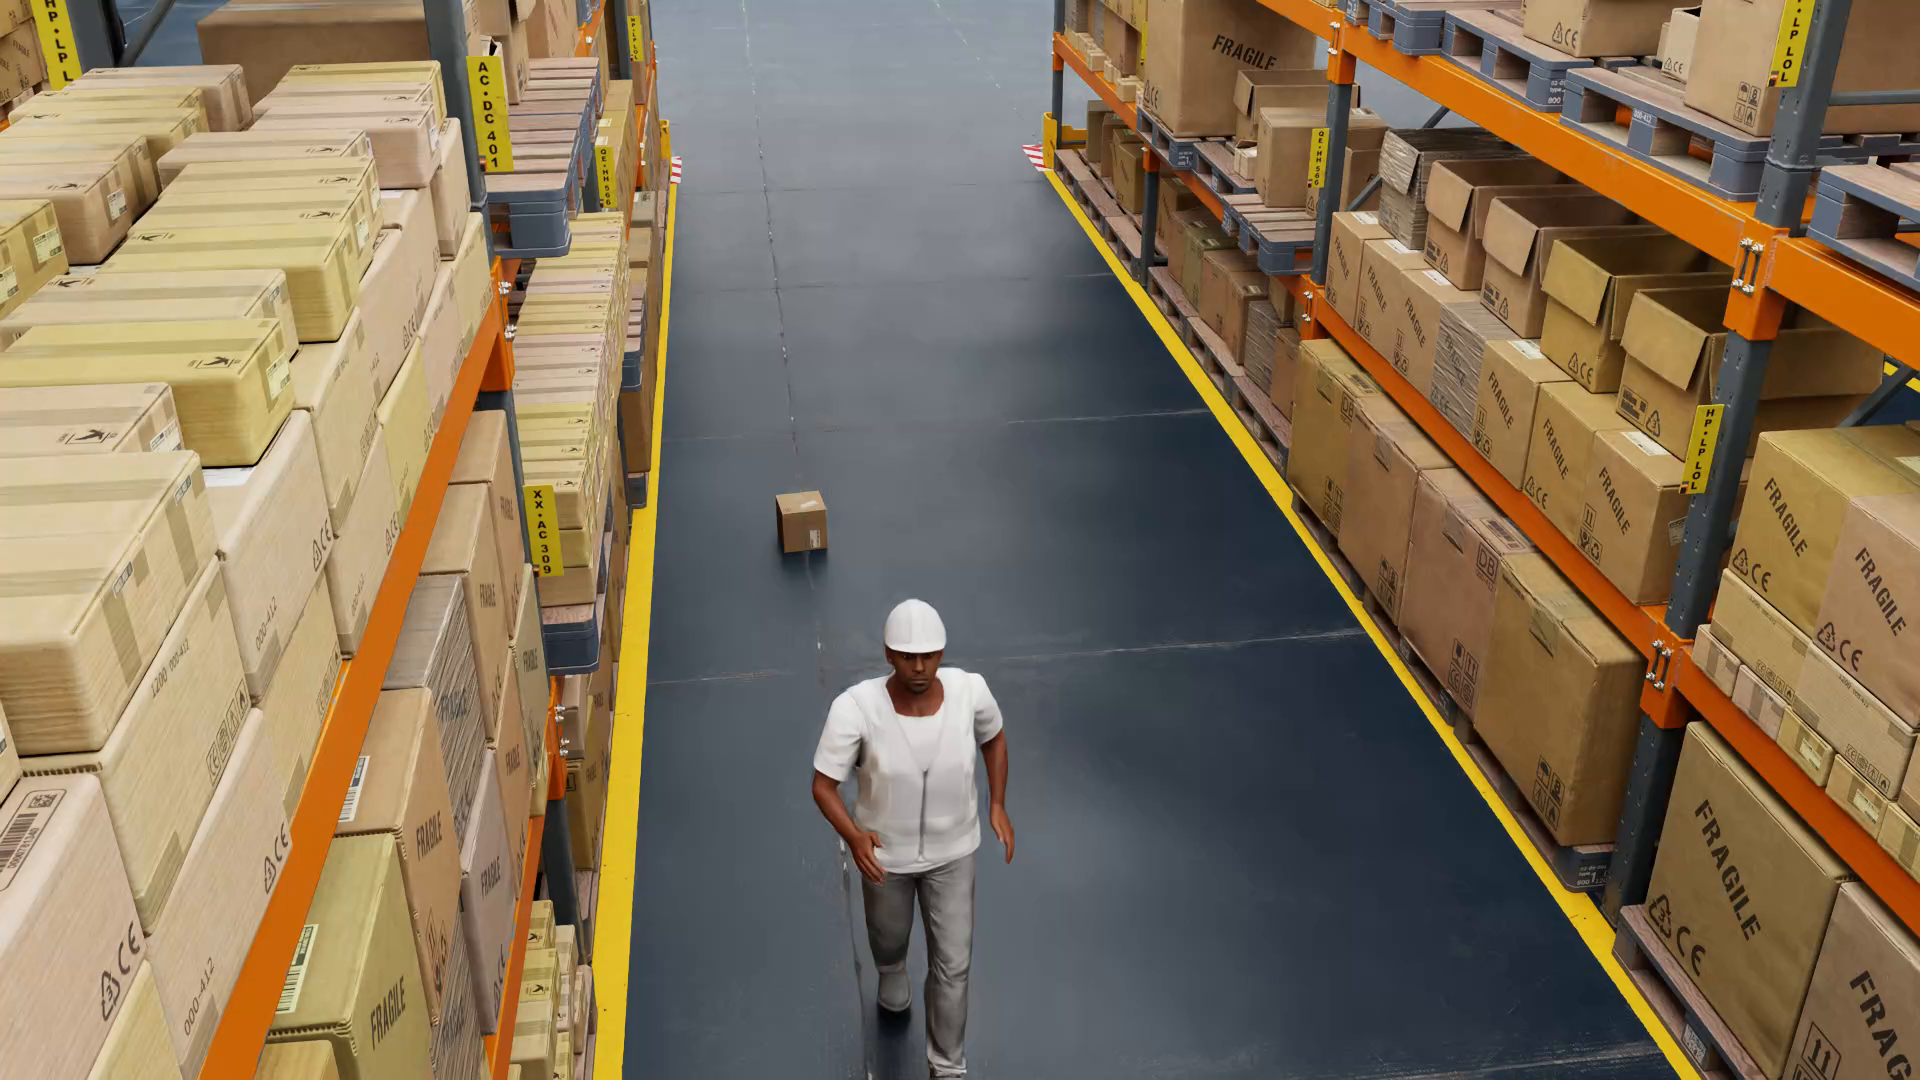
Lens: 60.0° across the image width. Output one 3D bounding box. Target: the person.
[{"bbox_3d":[-0.139,1.040,5.524,0.678,1.740,0.886,-4,27,-8],"label":"person"}]
